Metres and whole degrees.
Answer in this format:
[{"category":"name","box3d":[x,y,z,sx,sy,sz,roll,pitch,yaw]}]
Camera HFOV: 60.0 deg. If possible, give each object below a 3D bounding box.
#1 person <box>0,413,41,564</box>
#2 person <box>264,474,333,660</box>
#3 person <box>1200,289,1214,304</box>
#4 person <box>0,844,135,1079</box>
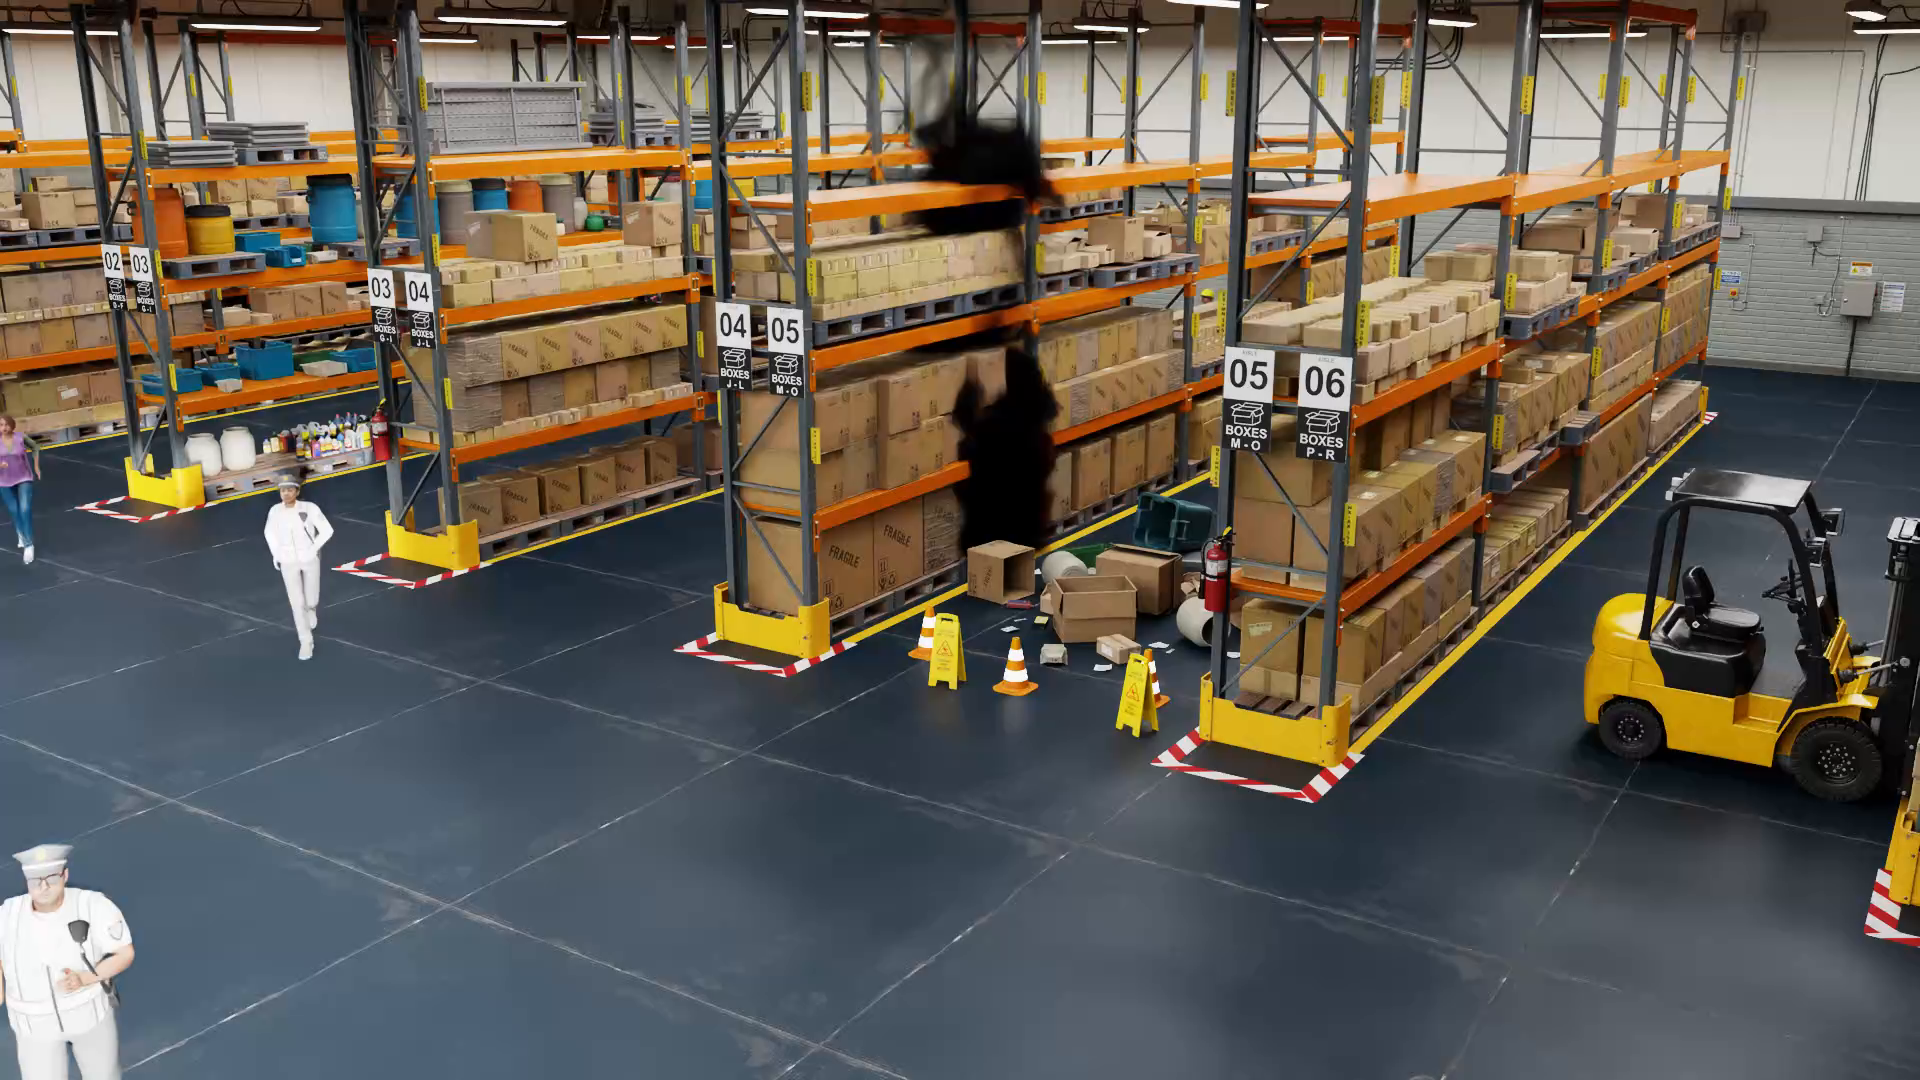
[{"category":"person","box3d":[-10.431,-0.603,18.376,0.507,1.643,0.805,-6,17,-20]},{"category":"person","box3d":[-6.105,0.204,15.405,0.611,1.690,0.716,-4,16,-14]},{"category":"person","box3d":[4.172,-3.283,27.748,0.712,1.817,0.909,14,21,41]},{"category":"person","box3d":[-4.182,2.257,7.788,0.640,1.839,0.819,-8,17,-26]}]
